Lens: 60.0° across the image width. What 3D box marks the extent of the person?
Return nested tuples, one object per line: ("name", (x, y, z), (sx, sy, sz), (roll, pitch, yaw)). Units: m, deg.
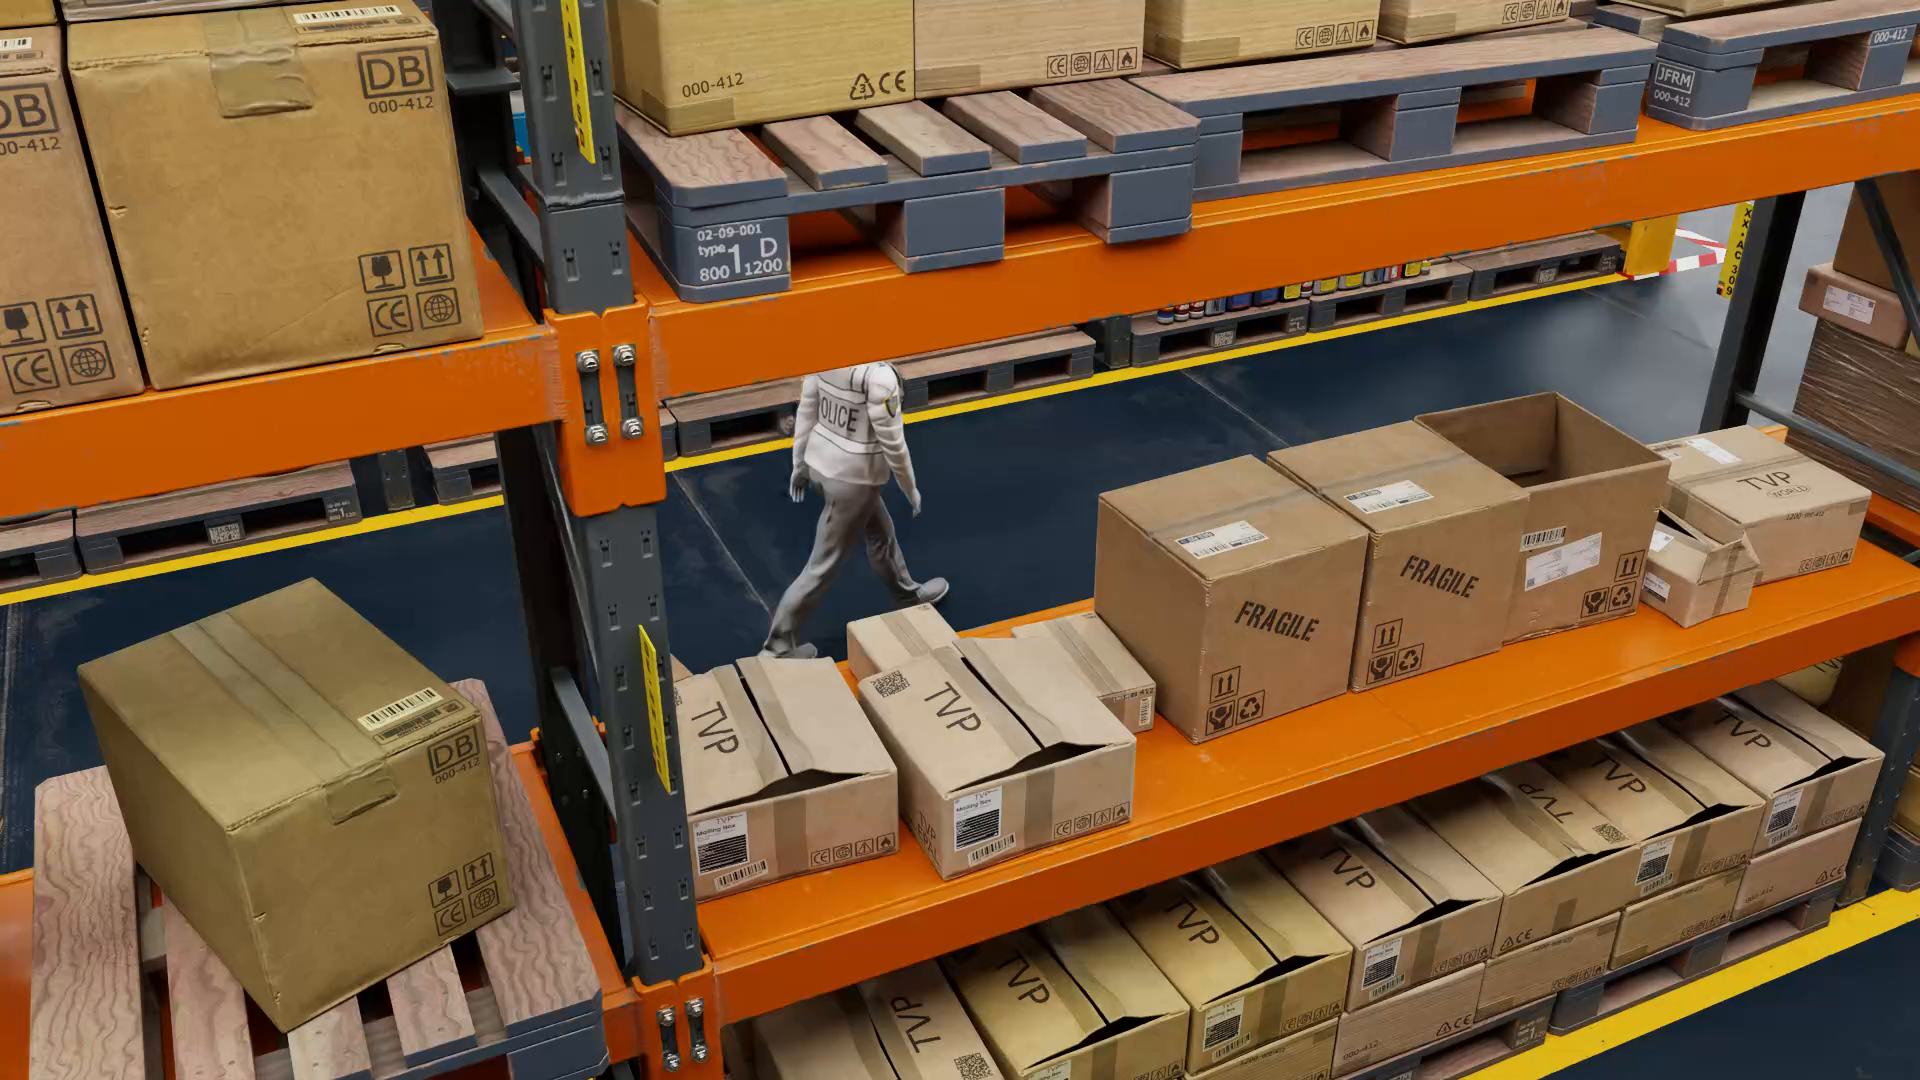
("person", (-0.410, -0.273, 6.596), (1.029, 1.620, 0.514), (-20, 35, -31))
